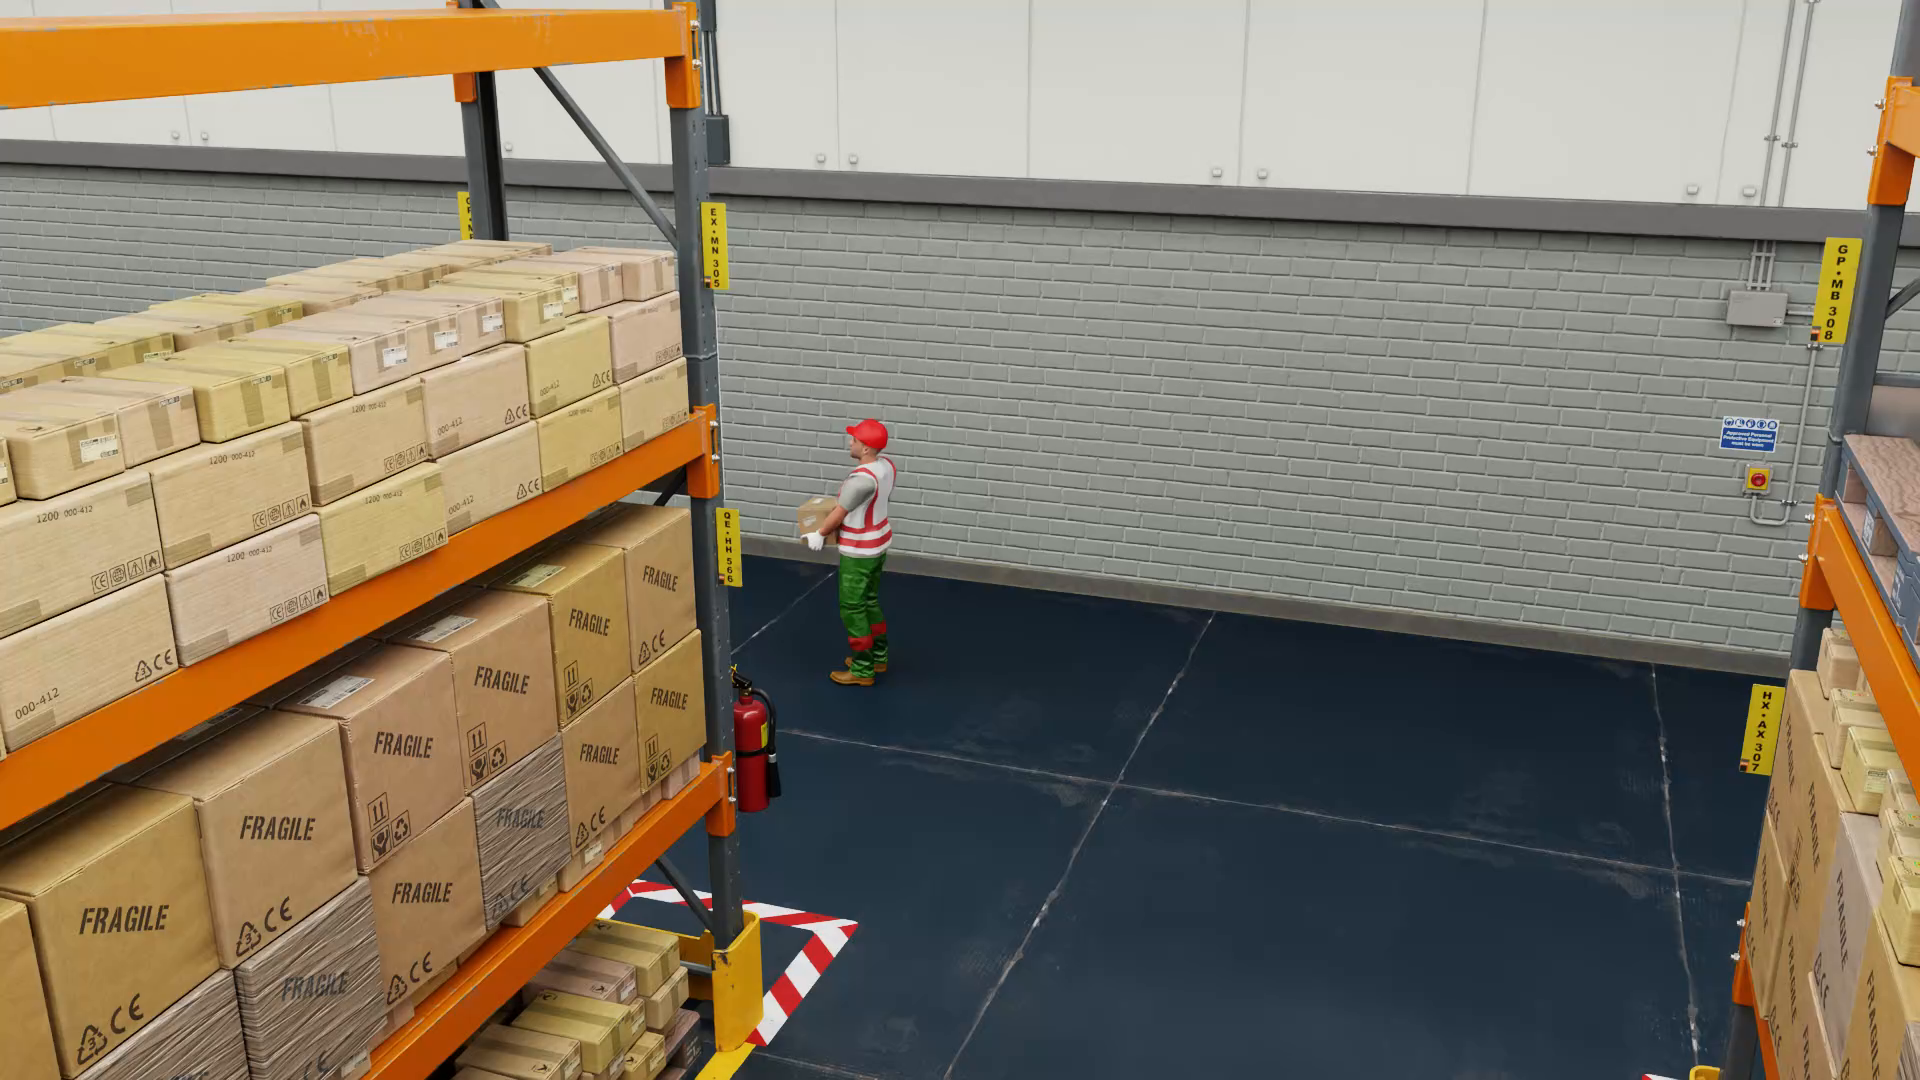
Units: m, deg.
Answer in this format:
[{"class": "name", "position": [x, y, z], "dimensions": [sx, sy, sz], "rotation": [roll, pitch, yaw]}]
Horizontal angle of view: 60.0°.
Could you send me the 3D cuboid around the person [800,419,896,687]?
[{"class": "person", "position": [-0.727, 0.062, 10.846], "dimensions": [0.573, 1.782, 0.494], "rotation": [6, 19, 18]}]
